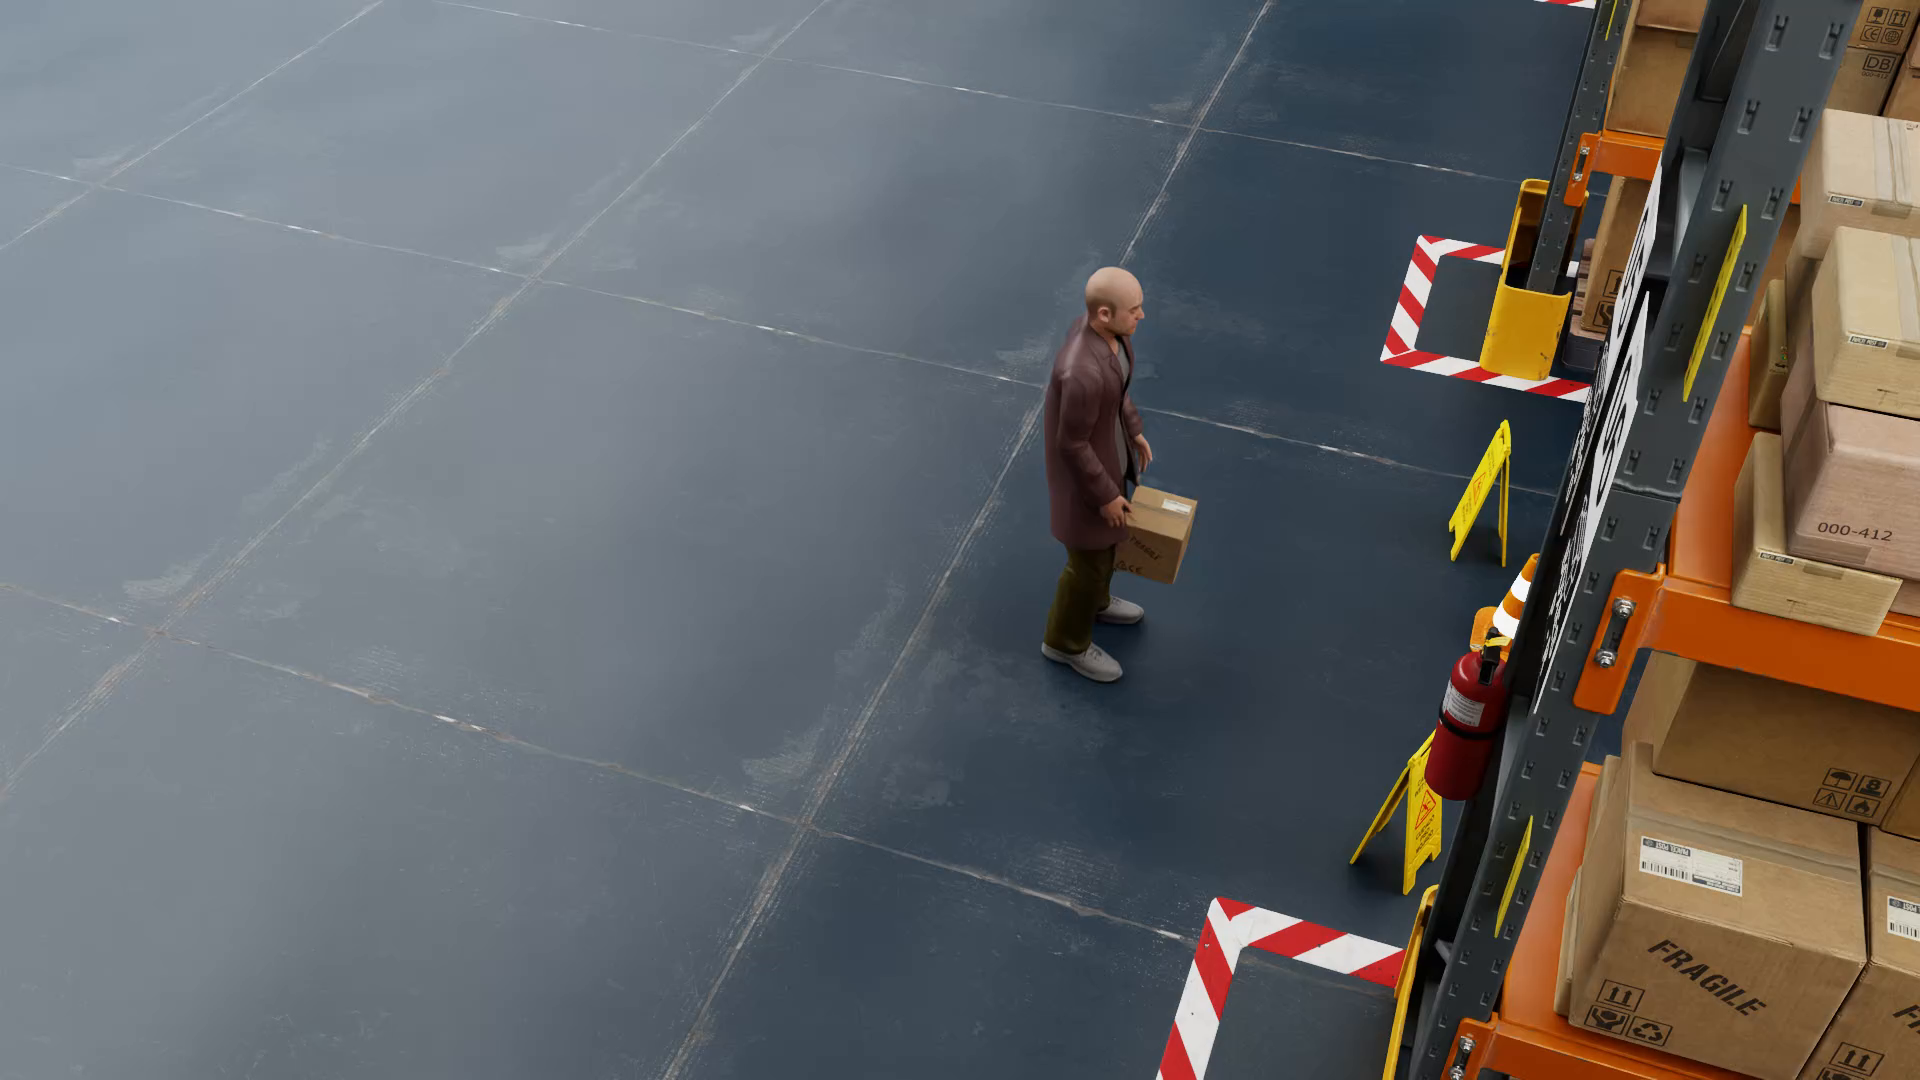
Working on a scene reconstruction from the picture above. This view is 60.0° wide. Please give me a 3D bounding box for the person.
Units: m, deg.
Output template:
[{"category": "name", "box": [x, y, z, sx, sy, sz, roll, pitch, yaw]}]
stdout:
[{"category": "person", "box": [0.539, -0.278, 6.487, 0.424, 1.779, 0.587, 12, 42, 14]}]
